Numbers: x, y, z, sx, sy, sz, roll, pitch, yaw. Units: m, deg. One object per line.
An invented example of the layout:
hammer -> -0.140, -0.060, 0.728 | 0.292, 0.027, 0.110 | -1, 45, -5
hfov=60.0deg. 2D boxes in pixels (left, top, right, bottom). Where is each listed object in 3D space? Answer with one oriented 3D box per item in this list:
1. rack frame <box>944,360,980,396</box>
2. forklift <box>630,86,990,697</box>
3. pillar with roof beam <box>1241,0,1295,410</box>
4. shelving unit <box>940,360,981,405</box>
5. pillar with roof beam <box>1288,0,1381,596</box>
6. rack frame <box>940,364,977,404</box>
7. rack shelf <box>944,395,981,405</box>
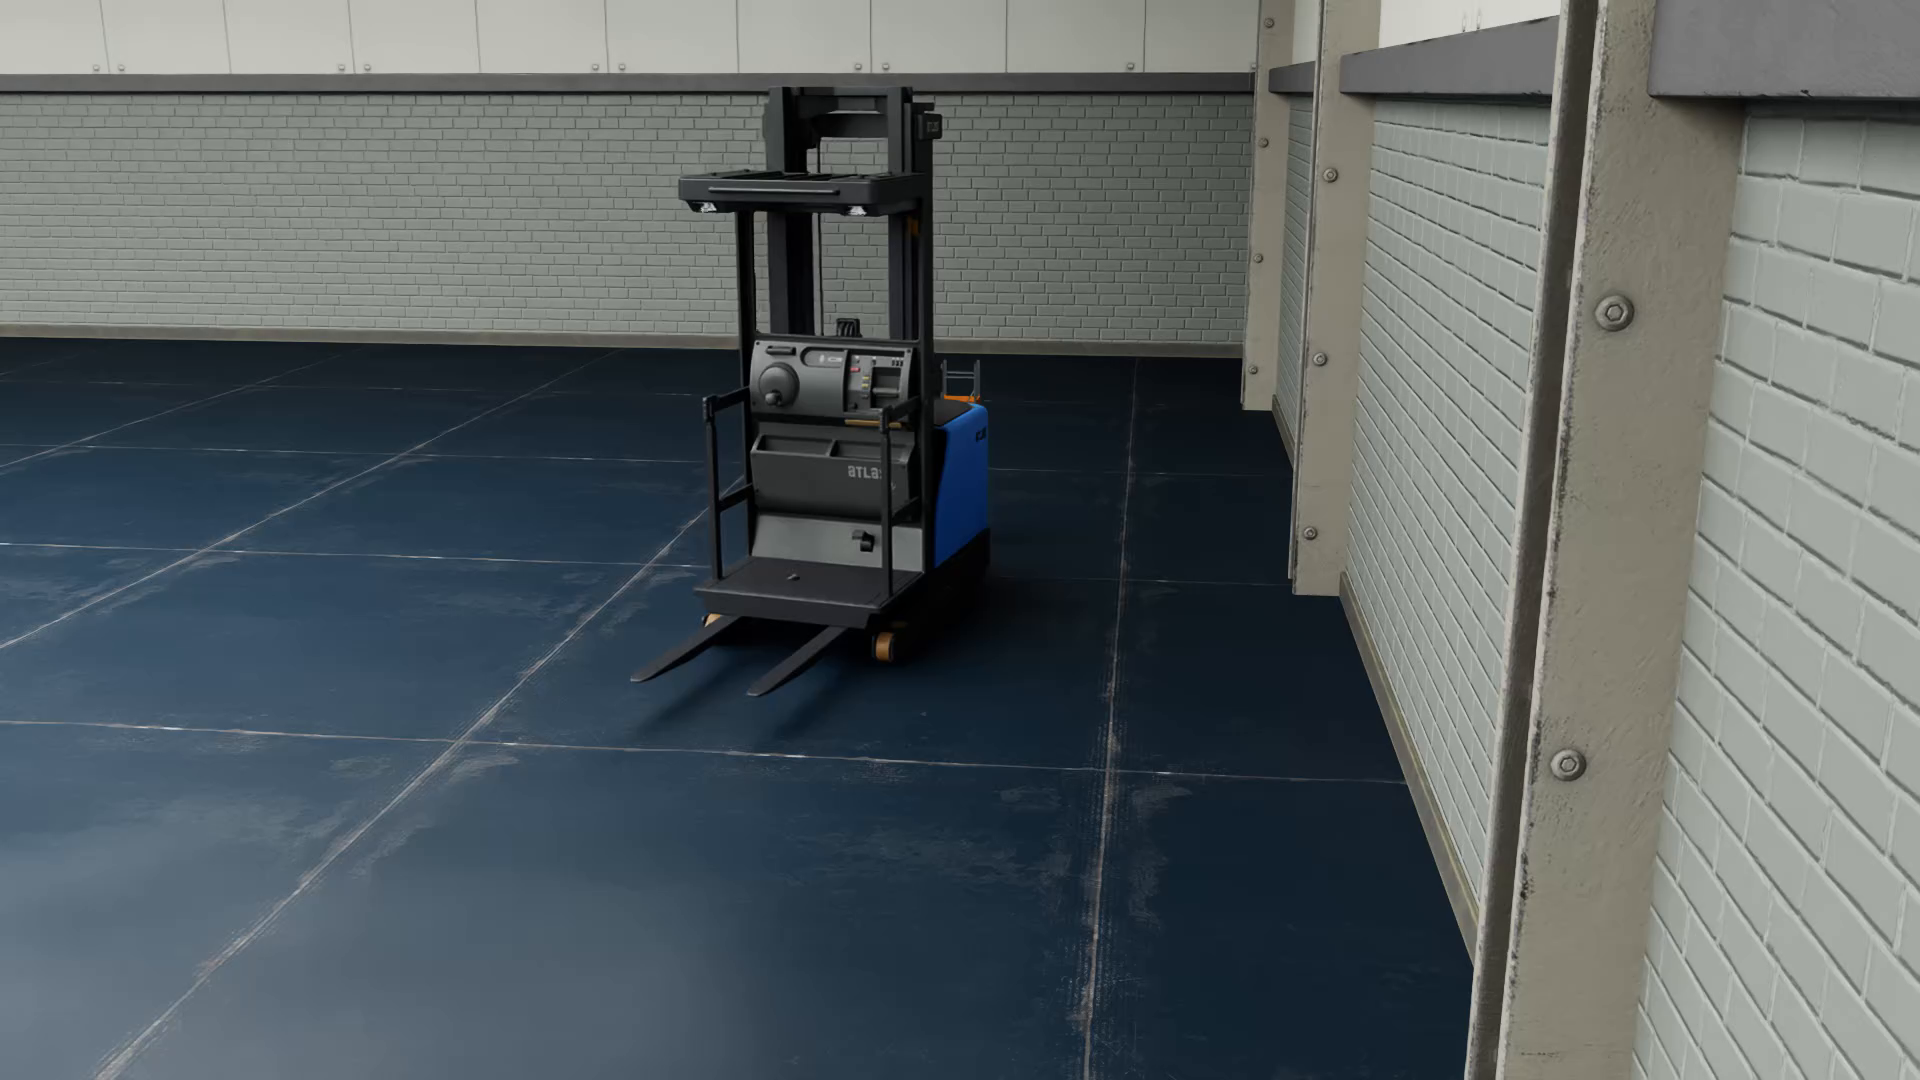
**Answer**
rack frame -> 0.012, -0.607, 11.107 | 0.240, 1.200, 0.006 | 2, 15, 6
forklift -> -0.765, -0.884, 8.817 | 1.130, 2.935, 3.031 | 5, 16, 18
pillar with roof beam -> -1.431, -5.748, 15.179 | 9.100, 9.000, 0.400 | 2, 15, 6
shelving unit -> 0.002, -0.583, 11.019 | 0.258, 1.200, 0.189 | 2, 15, 6
pillar with roof beam -> -2.108, -4.192, 9.424 | 9.100, 9.000, 0.400 | 2, 15, 6
rack frame -> -0.009, -0.559, 10.932 | 0.240, 1.200, 0.006 | 2, 15, 6
rack shelf -> 0.002, -0.888, 10.937 | 0.258, 0.103, 0.180 | 2, 15, 6
